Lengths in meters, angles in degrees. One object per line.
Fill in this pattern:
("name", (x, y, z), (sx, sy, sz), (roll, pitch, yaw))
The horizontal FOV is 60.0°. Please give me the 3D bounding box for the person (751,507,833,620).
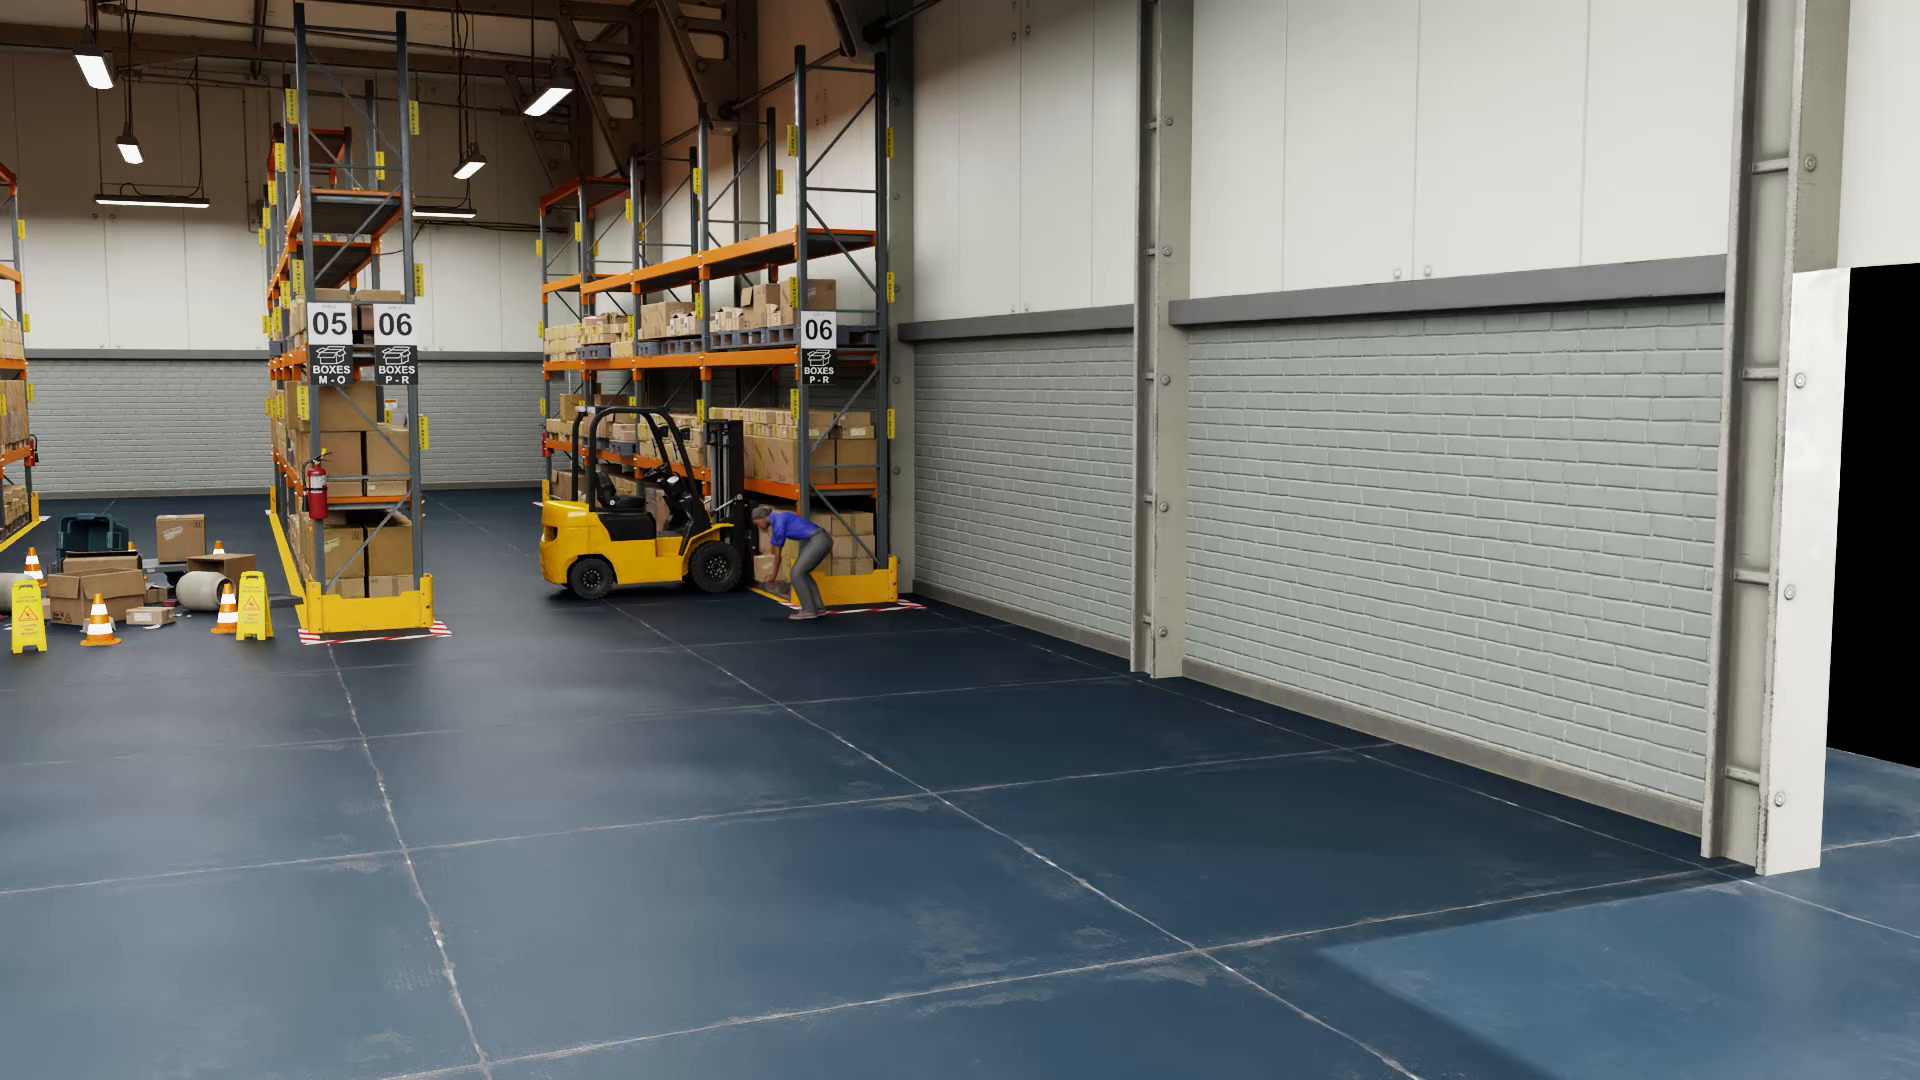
("person", (-1.734, 0.234, 17.202), (0.839, 1.165, 0.428), (0, 5, 1))
